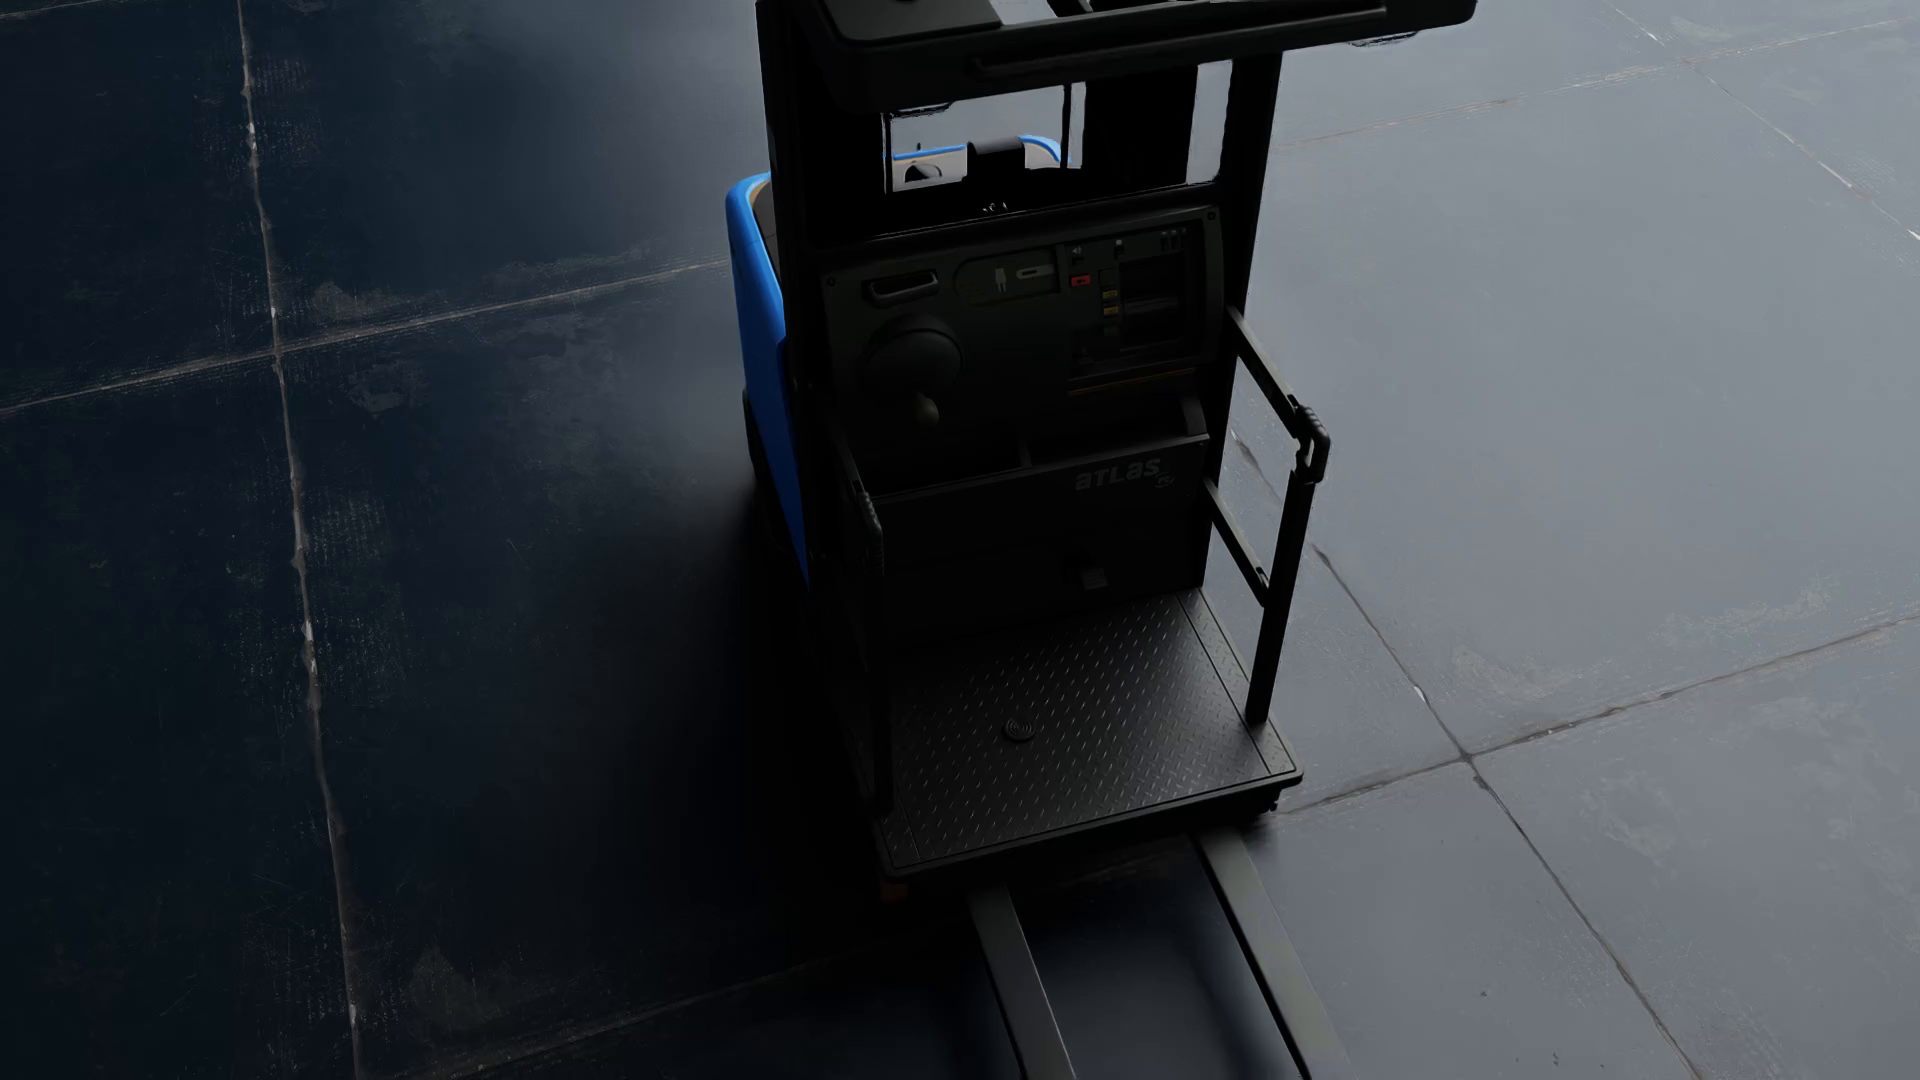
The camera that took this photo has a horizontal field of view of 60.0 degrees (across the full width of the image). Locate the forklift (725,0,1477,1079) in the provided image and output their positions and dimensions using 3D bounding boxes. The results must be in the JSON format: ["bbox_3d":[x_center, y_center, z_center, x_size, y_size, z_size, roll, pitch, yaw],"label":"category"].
[{"bbox_3d":[0.214,-0.411,3.590,1.130,2.935,3.031,-12,46,-11],"label":"forklift"}]

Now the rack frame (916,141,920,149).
[{"bbox_3d":[-0.100,-0.857,5.468,0.006,0.900,0.240,-12,46,-11],"label":"rack frame"}]

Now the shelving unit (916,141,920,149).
[{"bbox_3d":[-0.198,-0.837,5.448,0.210,0.900,0.258,-12,46,-11],"label":"shelving unit"}]
